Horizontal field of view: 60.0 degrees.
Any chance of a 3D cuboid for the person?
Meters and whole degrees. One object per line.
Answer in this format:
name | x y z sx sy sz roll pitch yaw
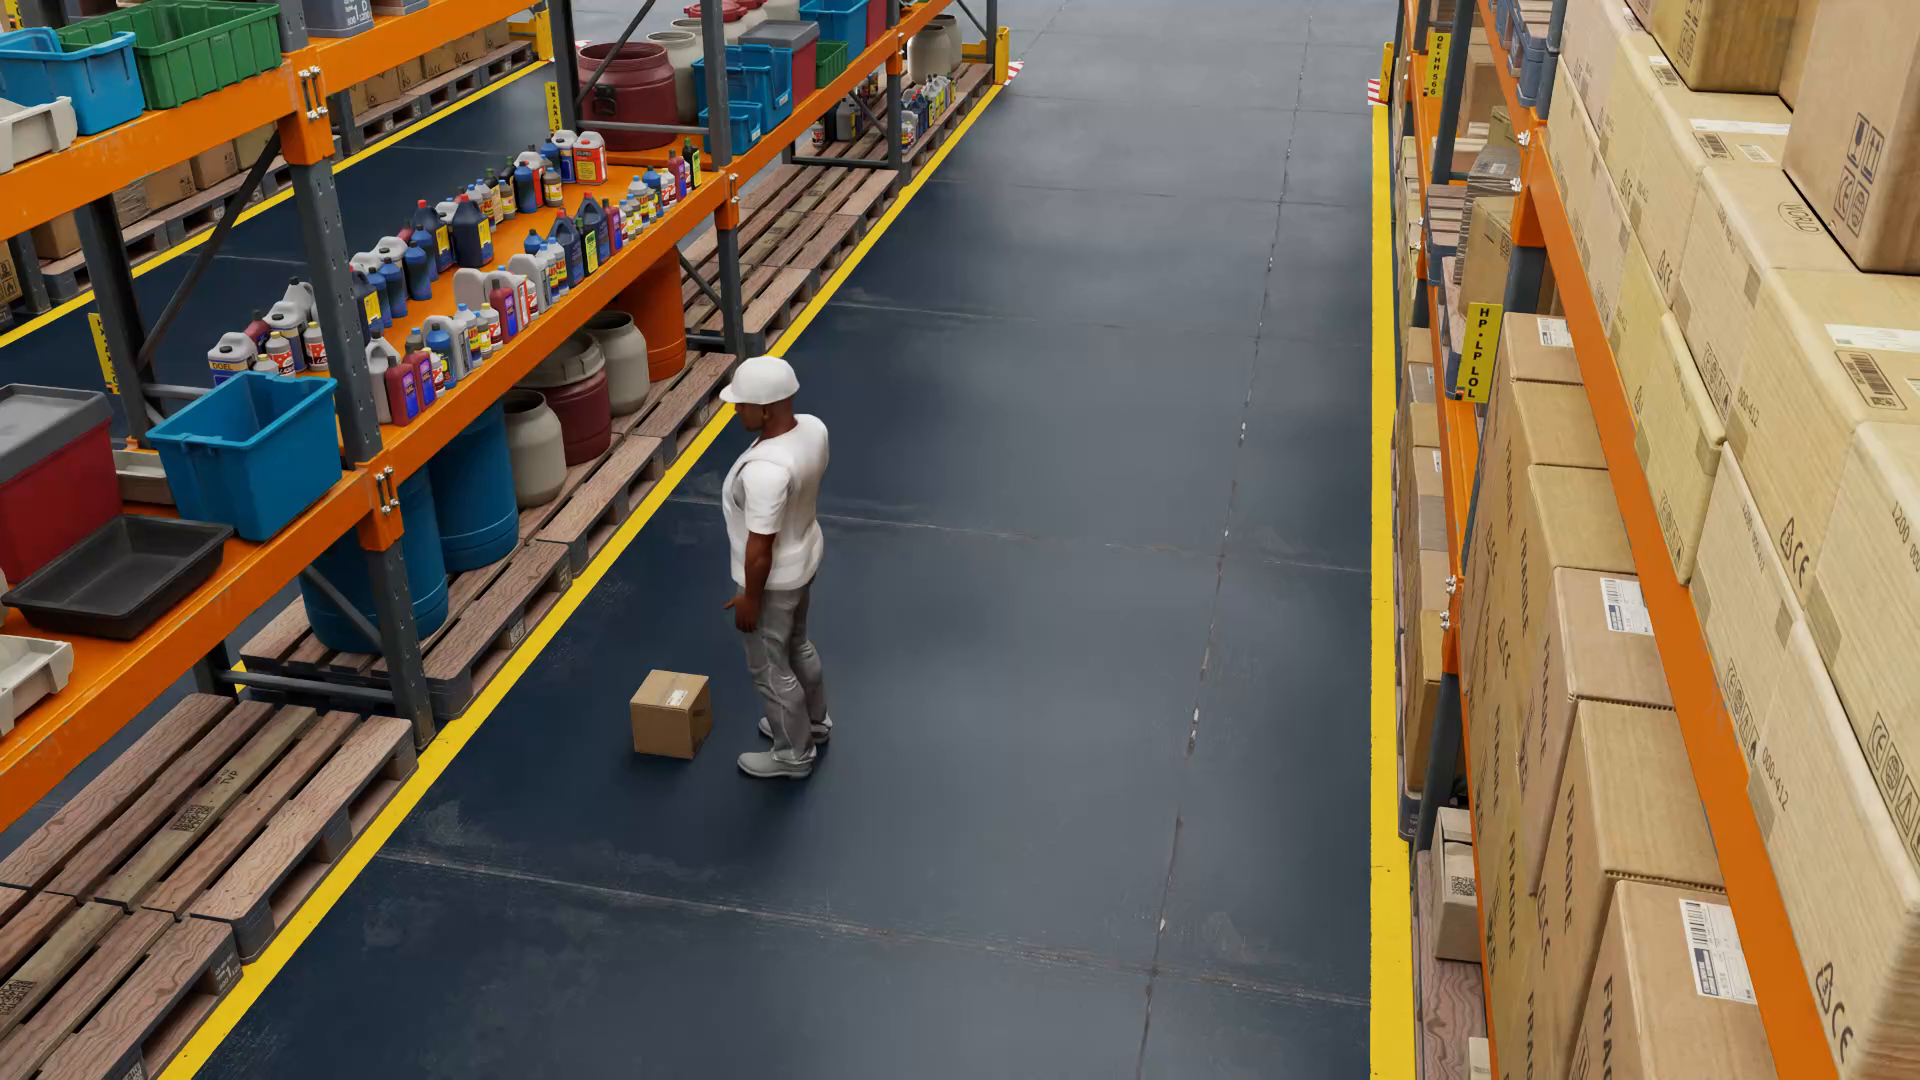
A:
person | -0.703 0.114 6.392 0.358 1.763 0.565 7 29 12
